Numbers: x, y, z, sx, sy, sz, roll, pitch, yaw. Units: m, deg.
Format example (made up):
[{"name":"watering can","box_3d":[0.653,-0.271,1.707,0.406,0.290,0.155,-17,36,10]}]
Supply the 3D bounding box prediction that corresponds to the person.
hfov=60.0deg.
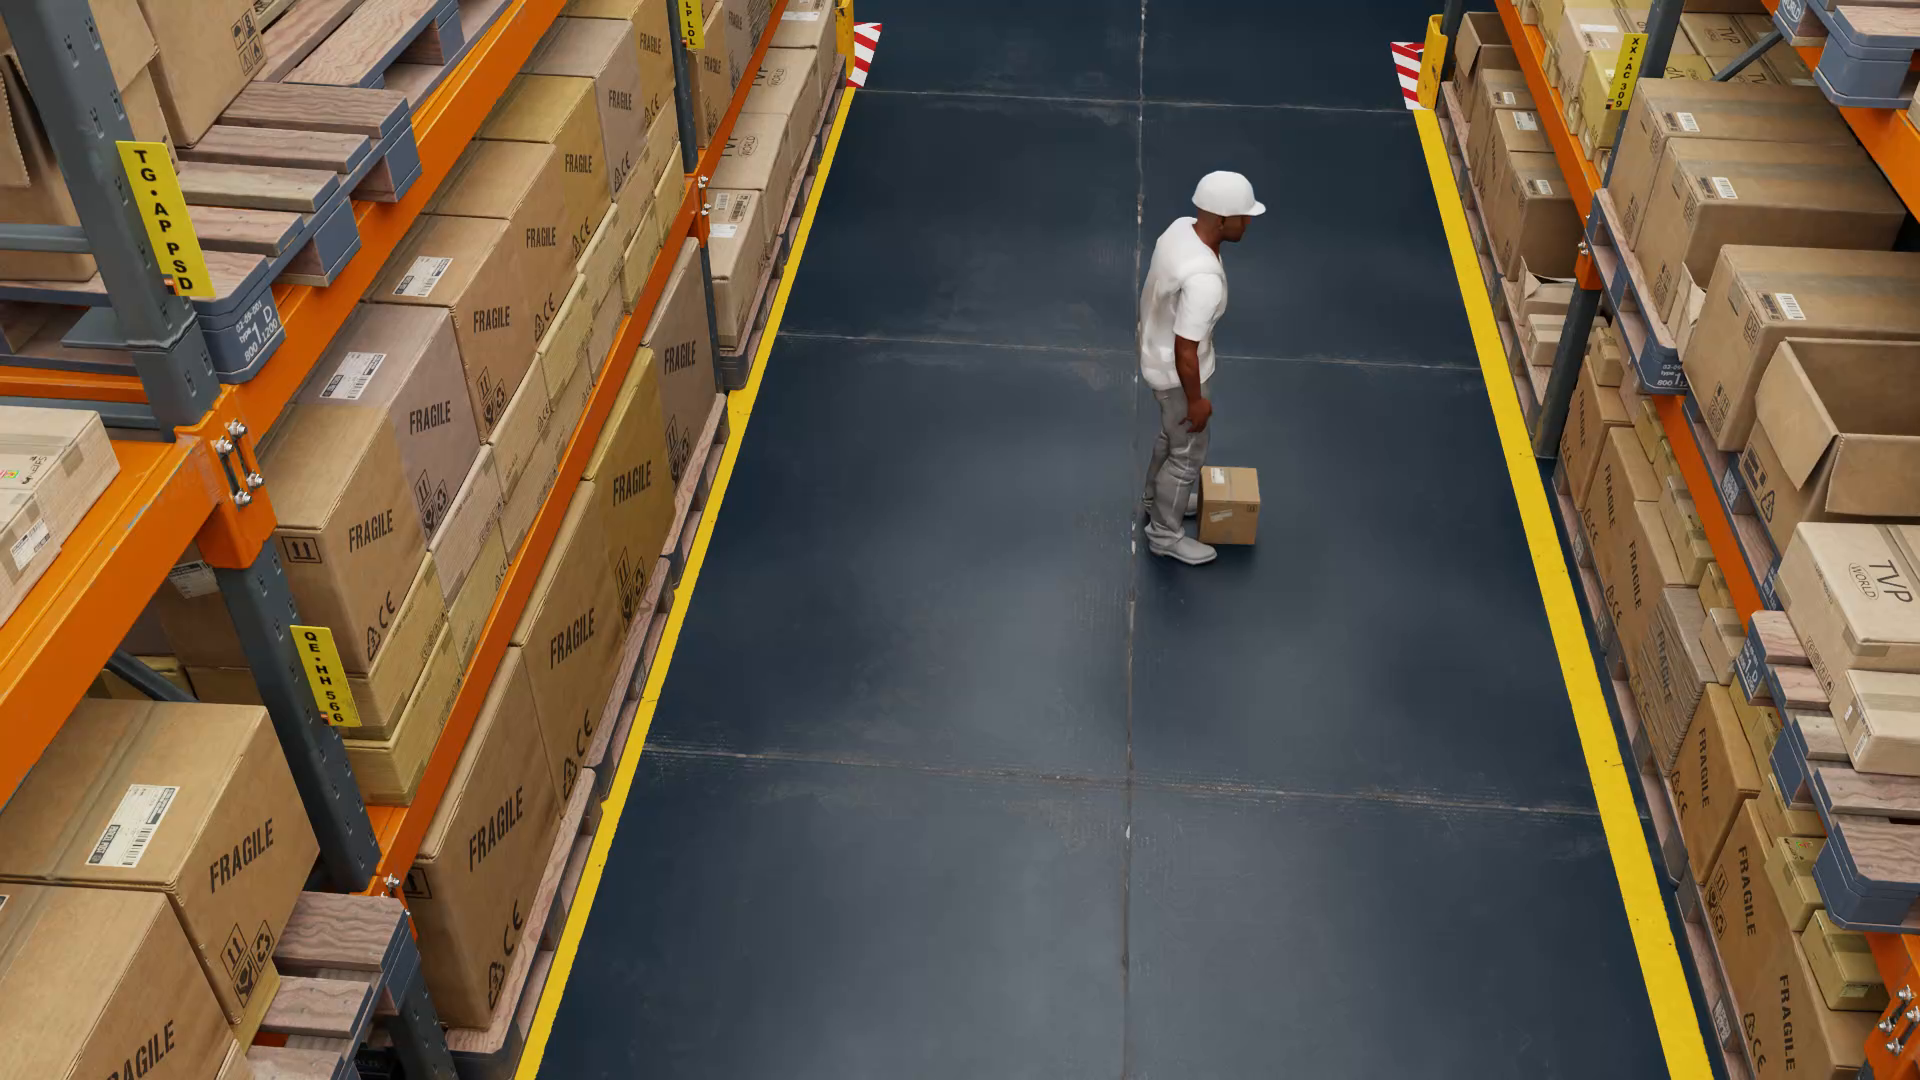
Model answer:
[{"name":"person","box_3d":[0.975,-0.741,7.032,0.463,1.759,0.626,2,40,2]}]
